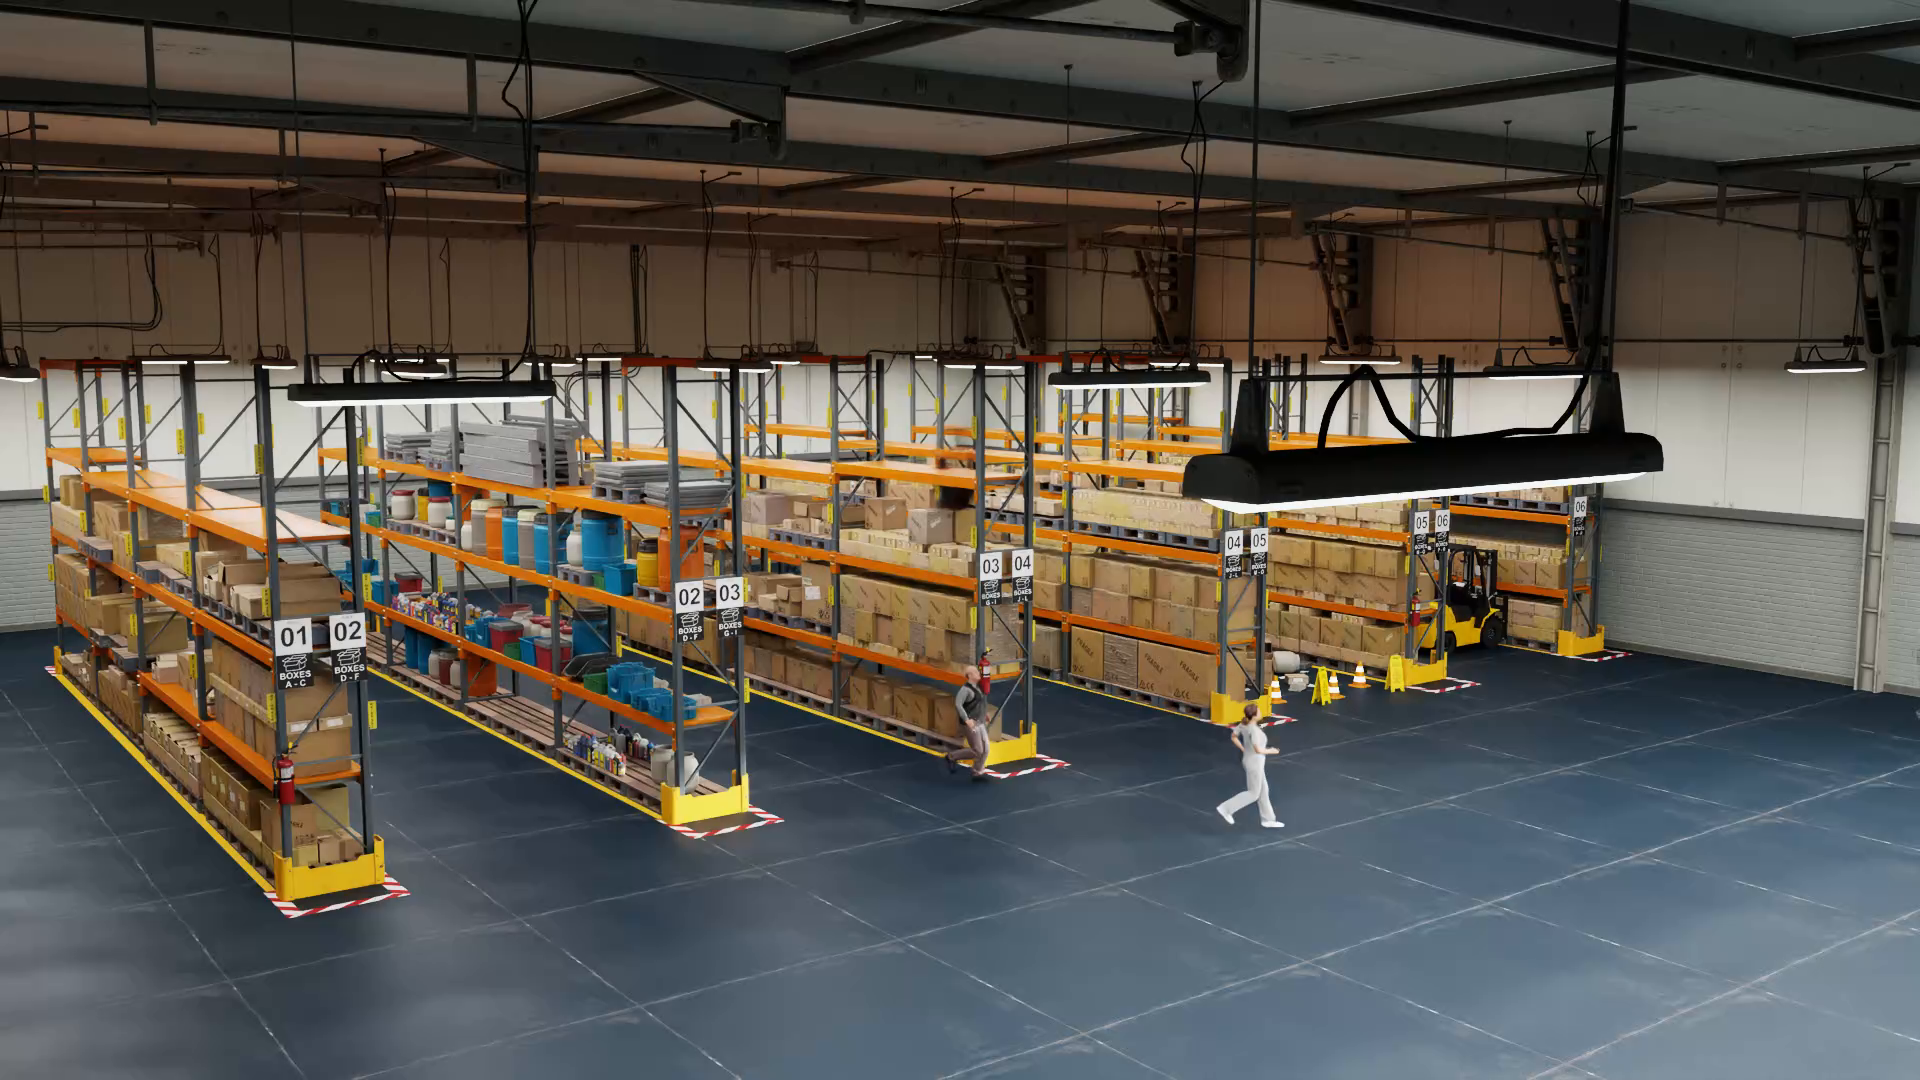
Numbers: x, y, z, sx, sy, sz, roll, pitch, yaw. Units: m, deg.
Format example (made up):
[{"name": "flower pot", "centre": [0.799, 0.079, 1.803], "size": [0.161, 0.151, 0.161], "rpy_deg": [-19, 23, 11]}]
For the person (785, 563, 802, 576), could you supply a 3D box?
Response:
[{"name": "person", "centre": [-4.193, 0.442, 41.966], "size": [0.860, 1.718, 0.763], "rpy_deg": [3, 7, 22]}]

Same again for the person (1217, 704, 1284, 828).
[{"name": "person", "centre": [3.758, 2.932, 21.460], "size": [0.935, 1.654, 0.568], "rpy_deg": [-1, 7, -10]}]

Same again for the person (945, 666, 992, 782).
[{"name": "person", "centre": [0.150, 2.643, 23.950], "size": [0.681, 1.677, 0.688], "rpy_deg": [2, 7, 18]}]

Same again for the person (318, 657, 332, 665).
[{"name": "person", "centre": [-10.735, 2.153, 28.039], "size": [0.575, 1.638, 0.862], "rpy_deg": [-7, 10, -44]}]
